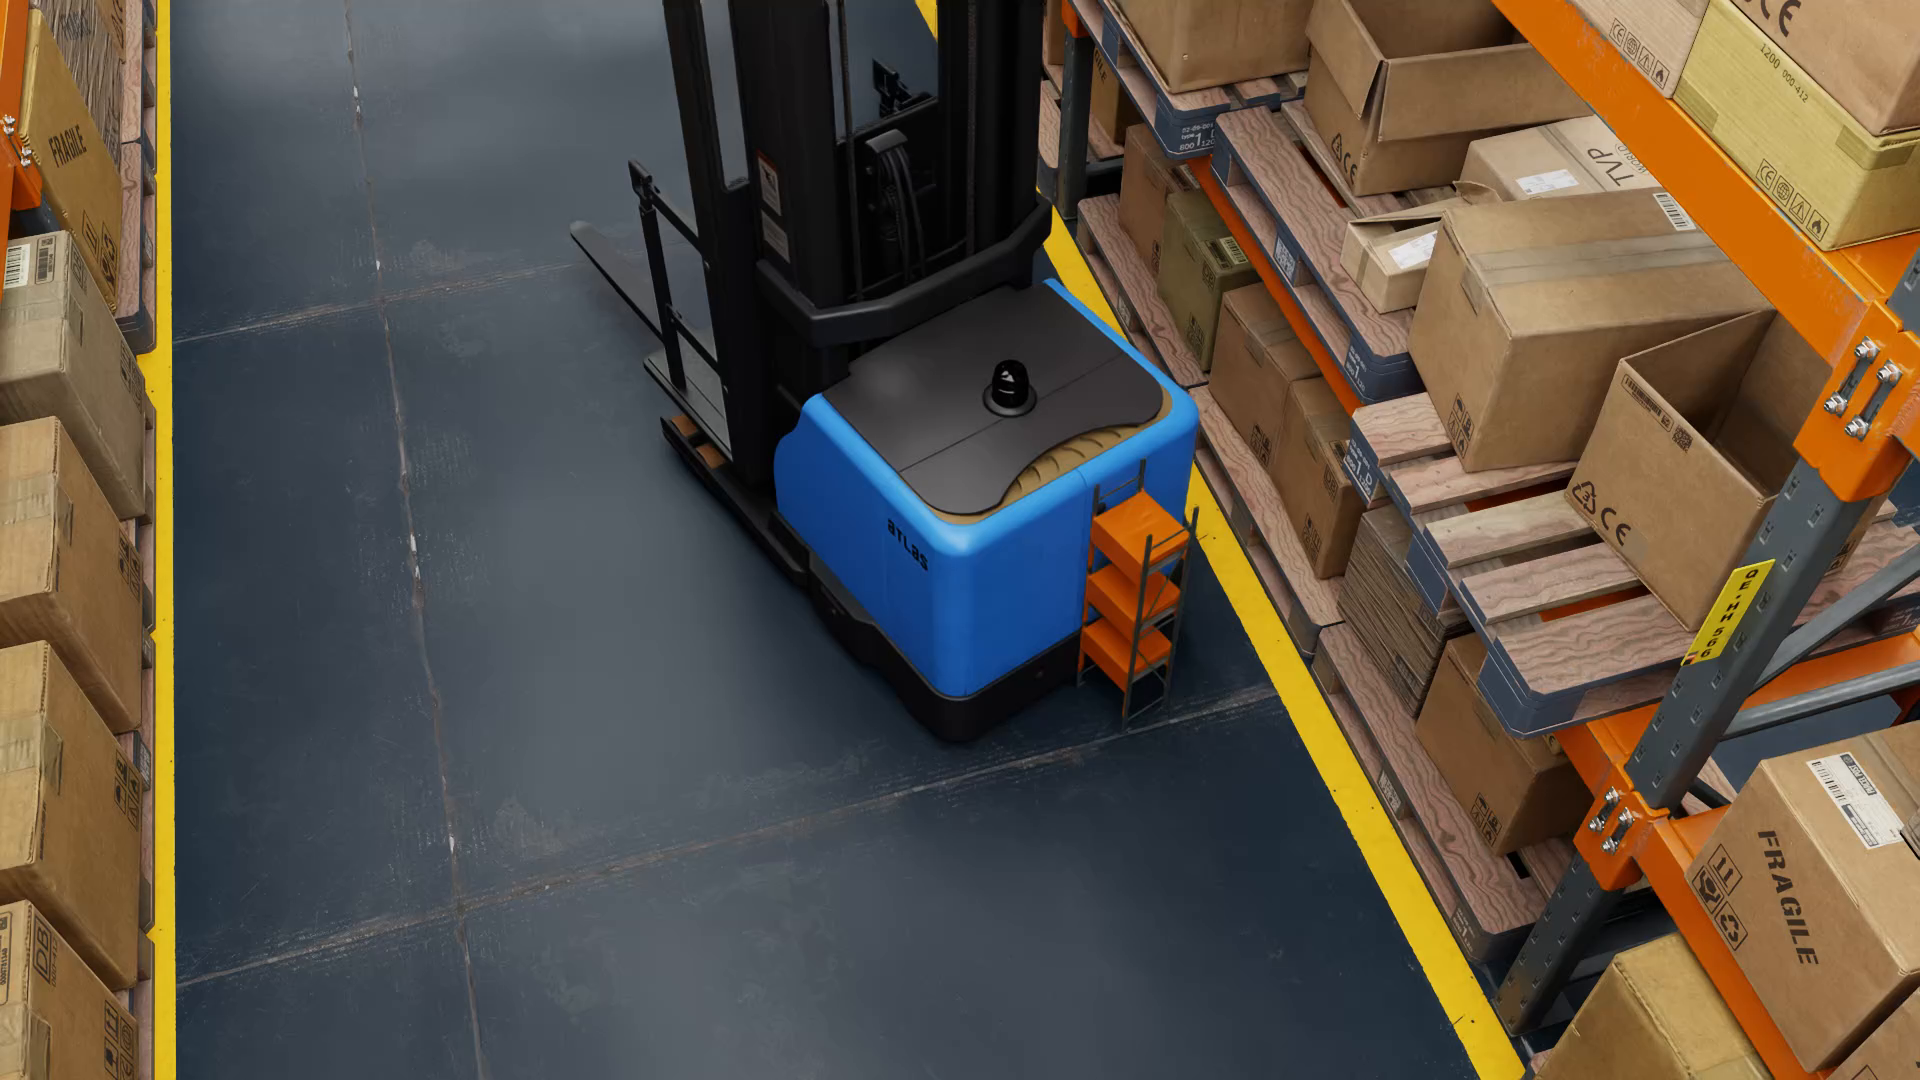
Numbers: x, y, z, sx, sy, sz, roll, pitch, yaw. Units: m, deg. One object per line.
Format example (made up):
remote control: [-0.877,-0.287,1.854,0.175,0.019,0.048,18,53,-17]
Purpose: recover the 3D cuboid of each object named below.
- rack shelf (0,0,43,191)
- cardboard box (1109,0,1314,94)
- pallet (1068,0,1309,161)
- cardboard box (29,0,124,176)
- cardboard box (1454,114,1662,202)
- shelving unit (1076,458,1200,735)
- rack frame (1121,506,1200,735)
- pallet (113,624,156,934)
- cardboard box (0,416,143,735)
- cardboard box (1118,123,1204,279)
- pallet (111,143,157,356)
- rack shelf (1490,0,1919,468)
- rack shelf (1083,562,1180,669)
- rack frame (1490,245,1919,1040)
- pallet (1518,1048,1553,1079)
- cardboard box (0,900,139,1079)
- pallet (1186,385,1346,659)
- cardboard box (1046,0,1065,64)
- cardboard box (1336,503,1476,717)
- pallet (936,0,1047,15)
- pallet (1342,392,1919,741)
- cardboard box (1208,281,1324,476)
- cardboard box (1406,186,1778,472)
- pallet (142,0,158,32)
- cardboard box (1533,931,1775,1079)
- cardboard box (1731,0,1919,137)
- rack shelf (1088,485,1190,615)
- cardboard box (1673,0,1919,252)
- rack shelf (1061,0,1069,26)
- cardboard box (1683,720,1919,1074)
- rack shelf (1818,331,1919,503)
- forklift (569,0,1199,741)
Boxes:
rack shelf: [-4.433,-2.730,7.060,1.077,0.370,4.000,-13,51,-11]
cardboard box: [1.028,-2.266,5.531,1.000,1.000,1.000,-13,51,-11]
pallet: [1.014,-1.896,6.012,1.003,0.211,1.213,-13,51,-11]
cardboard box: [-4.231,-2.085,7.161,0.875,0.875,0.875,-13,51,-11]
cardboard box: [1.833,-0.991,4.947,0.500,0.250,0.500,-15,51,-12]
shelving unit: [0.560,0.208,5.388,0.215,1.050,0.252,-29,56,-22]
rack frame: [0.632,0.283,5.325,0.200,1.050,0.008,-29,56,-22]
pallet: [-3.177,0.836,5.407,1.003,0.211,1.213,-13,51,-11]
cardboard box: [-3.290,0.227,5.294,1.050,0.750,0.750,-13,51,-11]
cardboard box: [1.088,-1.432,6.842,0.700,0.500,0.500,-17,52,-14]
pallet: [-3.992,-1.176,7.103,1.003,0.211,1.213,-13,51,-11]
rack shelf: [1.518,-1.823,4.334,1.077,0.370,4.000,-13,51,-11]
rack shelf: [0.560,0.215,5.396,0.215,0.259,0.240,-29,56,-22]
rack frame: [2.109,0.372,3.974,1.000,3.000,0.127,-13,51,-11]
pallet: [2.271,1.864,4.541,1.003,0.211,1.213,-13,51,-11]
cardboard box: [-2.753,1.545,4.183,1.050,0.750,0.750,-14,51,-11]
pallet: [1.523,-0.189,6.272,1.003,0.211,1.213,-13,51,-11]
cardboard box: [0.670,-2.597,7.837,0.500,0.500,0.500,1,50,1]
cardboard box: [1.716,0.149,5.509,0.700,0.500,0.500,-17,52,-14]
pallet: [0.330,-3.025,8.663,1.003,0.211,1.213,-13,51,-11]
pallet: [1.797,-0.062,4.466,1.213,0.211,1.003,-13,51,-11]
cardboard box: [1.376,-0.671,6.201,0.700,0.500,0.500,-17,52,-14]
cardboard box: [1.651,-0.566,4.425,0.700,0.500,0.500,-7,50,-6]
pallet: [-4.713,-2.958,8.606,1.003,0.211,1.213,-13,51,-11]
cardboard box: [2.294,1.431,4.197,1.225,0.875,0.875,-15,52,-13]
cardboard box: [1.729,-1.080,2.844,0.500,0.500,0.500,-12,51,-10]
rack shelf: [0.560,0.032,5.179,0.215,0.259,0.240,-29,56,-22]
cardboard box: [1.735,-0.838,3.131,0.500,0.250,0.500,-13,51,-11]
rack shelf: [0.335,-3.778,7.944,1.077,0.370,4.000,-13,51,-11]
cardboard box: [1.993,0.757,3.585,0.500,0.500,0.500,-12,51,-10]
rack shelf: [2.701,1.098,1.871,1.077,0.370,4.000,-13,51,-11]
forklift: [-0.505,-1.361,5.480,1.130,2.935,3.031,-29,56,-22]
